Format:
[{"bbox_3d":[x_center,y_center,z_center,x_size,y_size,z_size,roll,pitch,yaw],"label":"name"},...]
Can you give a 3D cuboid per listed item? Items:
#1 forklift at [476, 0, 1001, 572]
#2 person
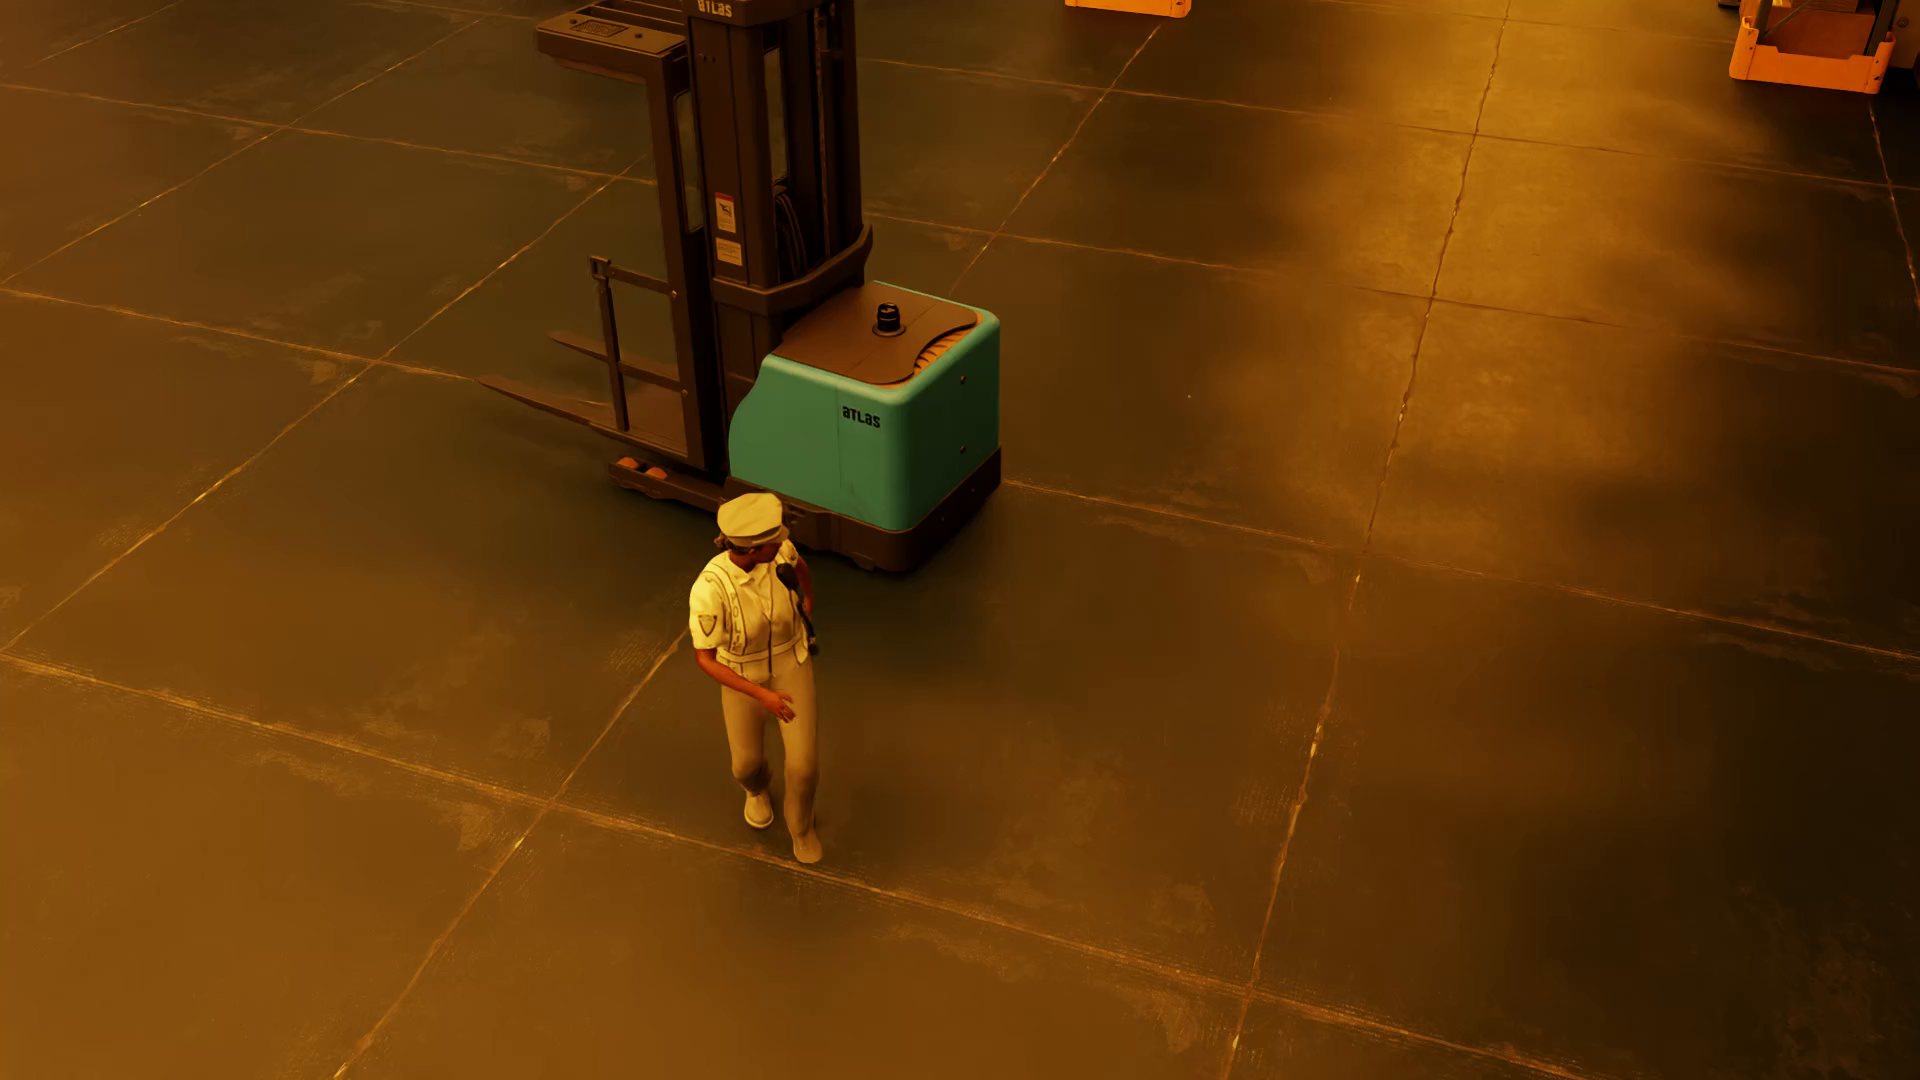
[{"bbox_3d":[-1.312,-1.660,8.453,3.031,2.935,1.130,19,39,24],"label":"forklift"},{"bbox_3d":[-0.773,0.539,6.559,0.542,1.663,0.744,-10,36,-13],"label":"person"}]
